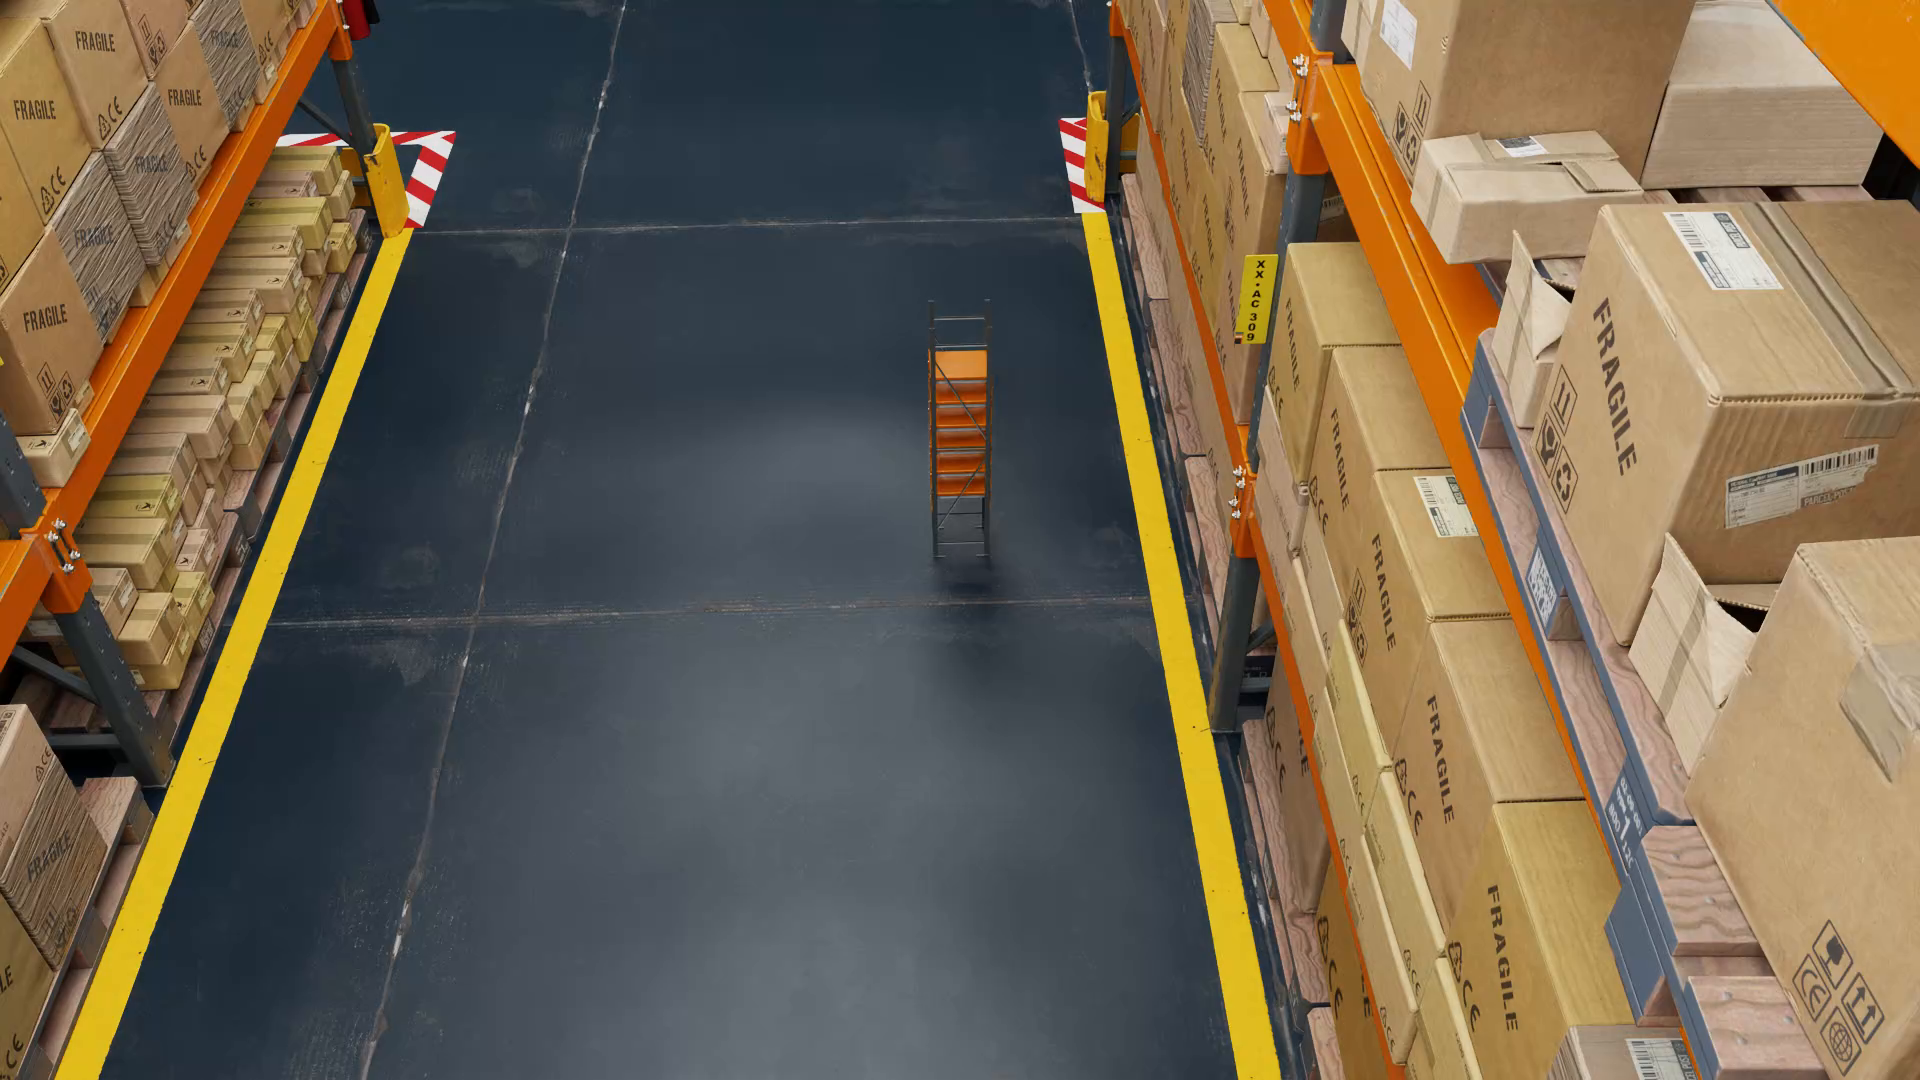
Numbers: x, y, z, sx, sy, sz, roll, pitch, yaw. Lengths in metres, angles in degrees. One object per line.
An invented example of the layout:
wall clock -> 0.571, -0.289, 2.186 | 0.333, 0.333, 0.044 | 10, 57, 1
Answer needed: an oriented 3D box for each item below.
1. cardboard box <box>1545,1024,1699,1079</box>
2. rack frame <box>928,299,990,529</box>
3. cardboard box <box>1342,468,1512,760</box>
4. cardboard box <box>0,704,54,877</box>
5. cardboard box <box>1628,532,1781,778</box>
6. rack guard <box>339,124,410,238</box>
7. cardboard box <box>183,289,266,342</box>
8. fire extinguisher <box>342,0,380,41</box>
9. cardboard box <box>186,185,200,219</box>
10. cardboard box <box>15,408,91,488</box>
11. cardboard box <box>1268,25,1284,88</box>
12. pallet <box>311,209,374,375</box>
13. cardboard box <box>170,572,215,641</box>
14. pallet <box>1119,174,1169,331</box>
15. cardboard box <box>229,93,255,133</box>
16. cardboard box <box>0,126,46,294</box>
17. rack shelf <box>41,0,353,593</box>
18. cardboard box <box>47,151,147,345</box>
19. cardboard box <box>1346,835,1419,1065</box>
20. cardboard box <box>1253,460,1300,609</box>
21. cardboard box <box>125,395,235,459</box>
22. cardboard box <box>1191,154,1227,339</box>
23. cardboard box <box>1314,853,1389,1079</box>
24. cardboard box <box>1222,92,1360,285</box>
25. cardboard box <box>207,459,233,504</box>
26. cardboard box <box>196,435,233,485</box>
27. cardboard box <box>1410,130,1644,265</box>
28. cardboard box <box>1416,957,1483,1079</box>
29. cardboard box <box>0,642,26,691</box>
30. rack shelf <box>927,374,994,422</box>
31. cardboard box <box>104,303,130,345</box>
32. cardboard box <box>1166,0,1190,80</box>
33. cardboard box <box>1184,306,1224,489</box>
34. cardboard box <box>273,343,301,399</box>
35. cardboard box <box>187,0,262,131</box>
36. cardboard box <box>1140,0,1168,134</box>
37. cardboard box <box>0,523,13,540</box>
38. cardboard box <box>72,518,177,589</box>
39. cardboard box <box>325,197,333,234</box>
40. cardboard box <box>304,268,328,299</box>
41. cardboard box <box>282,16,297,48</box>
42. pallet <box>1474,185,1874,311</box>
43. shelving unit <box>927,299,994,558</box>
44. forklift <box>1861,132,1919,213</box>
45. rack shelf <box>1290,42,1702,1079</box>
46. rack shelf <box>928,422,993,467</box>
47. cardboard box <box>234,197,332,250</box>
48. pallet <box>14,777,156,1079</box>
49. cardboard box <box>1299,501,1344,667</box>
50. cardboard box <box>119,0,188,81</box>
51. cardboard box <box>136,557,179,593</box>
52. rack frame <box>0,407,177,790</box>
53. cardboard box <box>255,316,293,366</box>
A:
cardboard box -> 1.325, 1.198, 2.910 | 0.500, 0.500, 0.500 | -1, 43, -1
rack frame -> -0.003, -0.494, 6.901 | 0.240, 1.200, 0.006 | -2, 43, -2
cardboard box -> 1.268, 0.172, 4.029 | 0.500, 0.500, 0.500 | -3, 43, -3
cardboard box -> -3.189, 0.786, 5.156 | 0.500, 0.250, 0.500 | -3, 43, -3
cardboard box -> 1.230, 0.160, 2.424 | 0.396, 0.266, 0.258 | -3, 43, -3
rack guard -> -3.640, -1.927, 8.982 | 1.175, 0.500, 0.348 | -2, 43, -2
cardboard box -> -3.361, -0.993, 7.472 | 0.380, 0.149, 0.250 | -3, 43, -3
fire extinguisher -> -3.192, -2.917, 8.546 | 0.296, 0.674, 0.183 | -2, 43, -2
cardboard box -> -3.320, -1.375, 6.716 | 0.380, 0.149, 0.250 | 0, 43, 0
cardboard box -> -3.158, -0.307, 5.551 | 0.380, 0.149, 0.250 | 0, 43, 0
cardboard box -> 1.234, -1.603, 5.485 | 0.380, 0.149, 0.250 | -2, 43, -2
pallet -> -3.641, -1.271, 8.480 | 1.003, 0.211, 1.213 | -2, 43, -2
cardboard box -> -3.179, 0.262, 6.543 | 0.380, 0.149, 0.250 | 0, 43, -1
pallet -> 1.411, -1.544, 8.779 | 1.003, 0.211, 1.213 | -2, 43, -2
cardboard box -> -3.332, -1.907, 7.296 | 0.380, 0.149, 0.250 | -3, 43, -4
cardboard box -> -3.249, -1.026, 5.115 | 0.500, 0.500, 0.500 | -1, 43, -1
rack shelf -> -3.558, -1.284, 6.964 | 1.077, 0.370, 4.000 | -2, 43, -2
cardboard box -> -3.270, -1.021, 5.850 | 0.500, 0.500, 0.500 | -2, 43, -2
cardboard box -> 1.265, 0.984, 4.068 | 0.500, 0.250, 0.500 | -2, 43, -2
cardboard box -> 1.223, -0.050, 5.195 | 0.500, 0.250, 0.500 | -3, 43, -3
cardboard box -> -3.256, -0.468, 6.899 | 0.380, 0.149, 0.250 | -1, 43, -1
cardboard box -> 1.166, -1.099, 6.156 | 0.500, 0.500, 0.500 | -3, 43, -3
cardboard box -> 1.621, 1.245, 4.934 | 0.875, 0.875, 0.875 | -1, 43, -1
cardboard box -> 1.172, -1.126, 5.444 | 0.500, 0.500, 0.500 | -2, 43, -2
cardboard box -> -3.348, -0.255, 7.107 | 0.380, 0.149, 0.250 | -3, 43, -4
cardboard box -> -3.312, -0.367, 7.010 | 0.380, 0.149, 0.250 | 0, 43, 0
cardboard box -> 1.172, -0.720, 3.458 | 0.380, 0.166, 0.250 | -4, 43, -5
cardboard box -> 1.296, 1.151, 3.515 | 0.500, 0.250, 0.500 | -3, 43, -3
cardboard box -> -3.830, 0.442, 6.347 | 0.380, 0.149, 0.250 | -1, 43, -1
rack shelf -> 0.001, -0.577, 6.702 | 0.258, 0.103, 0.180 | -2, 43, -2
cardboard box -> -3.313, -0.842, 6.134 | 0.380, 0.149, 0.250 | -3, 43, -4
cardboard box -> 1.115, -2.151, 6.562 | 0.500, 0.500, 0.500 | -1, 43, -2
cardboard box -> 1.510, -0.651, 7.326 | 0.875, 0.438, 0.875 | -3, 43, -3
cardboard box -> -3.286, -0.781, 7.681 | 0.380, 0.149, 0.250 | -1, 43, -1
cardboard box -> -3.319, -2.060, 6.984 | 0.500, 0.500, 0.500 | -2, 43, -2
cardboard box -> 1.085, -2.130, 7.280 | 0.500, 0.500, 0.500 | -2, 43, -2
cardboard box -> -3.799, 0.073, 6.309 | 0.380, 0.149, 0.250 | -1, 43, -1
cardboard box -> -3.233, 0.051, 6.333 | 0.380, 0.149, 0.250 | 0, 43, 0
cardboard box -> -3.378, -1.587, 8.341 | 0.380, 0.149, 0.250 | -3, 43, -3
cardboard box -> -3.375, -1.303, 8.250 | 0.380, 0.149, 0.250 | -2, 43, -2
cardboard box -> -3.374, -2.426, 7.863 | 0.380, 0.149, 0.250 | -2, 43, -2
pallet -> 1.556, -0.827, 3.854 | 0.805, 0.209, 1.217 | -3, 43, -4
shelving unit -> 0.001, -0.433, 6.834 | 0.258, 1.200, 0.189 | -2, 43, -2
forklift -> 3.648, -0.699, 5.844 | 1.130, 2.935, 3.031 | -8, 43, -9
rack shelf -> 1.553, 0.100, 3.234 | 1.077, 0.370, 4.000 | -2, 43, -2
rack shelf -> 0.001, -0.400, 6.864 | 0.258, 0.103, 0.180 | -2, 43, -2
cardboard box -> -3.276, -1.530, 8.058 | 0.380, 0.149, 0.250 | -3, 43, -3
pallet -> -3.438, 1.354, 5.616 | 1.003, 0.211, 1.213 | -2, 43, -2
cardboard box -> 1.255, 0.118, 4.643 | 0.500, 0.250, 0.500 | -1, 43, -1
cardboard box -> -3.297, -2.063, 6.247 | 0.500, 0.500, 0.500 | -3, 43, -3
cardboard box -> -3.269, 0.165, 6.429 | 0.380, 0.149, 0.250 | -1, 43, -1
rack frame -> -3.473, -0.199, 5.248 | 1.000, 3.000, 0.127 | -2, 43, -2
cardboard box -> -3.284, -0.892, 7.582 | 0.380, 0.149, 0.250 | 0, 43, 0
